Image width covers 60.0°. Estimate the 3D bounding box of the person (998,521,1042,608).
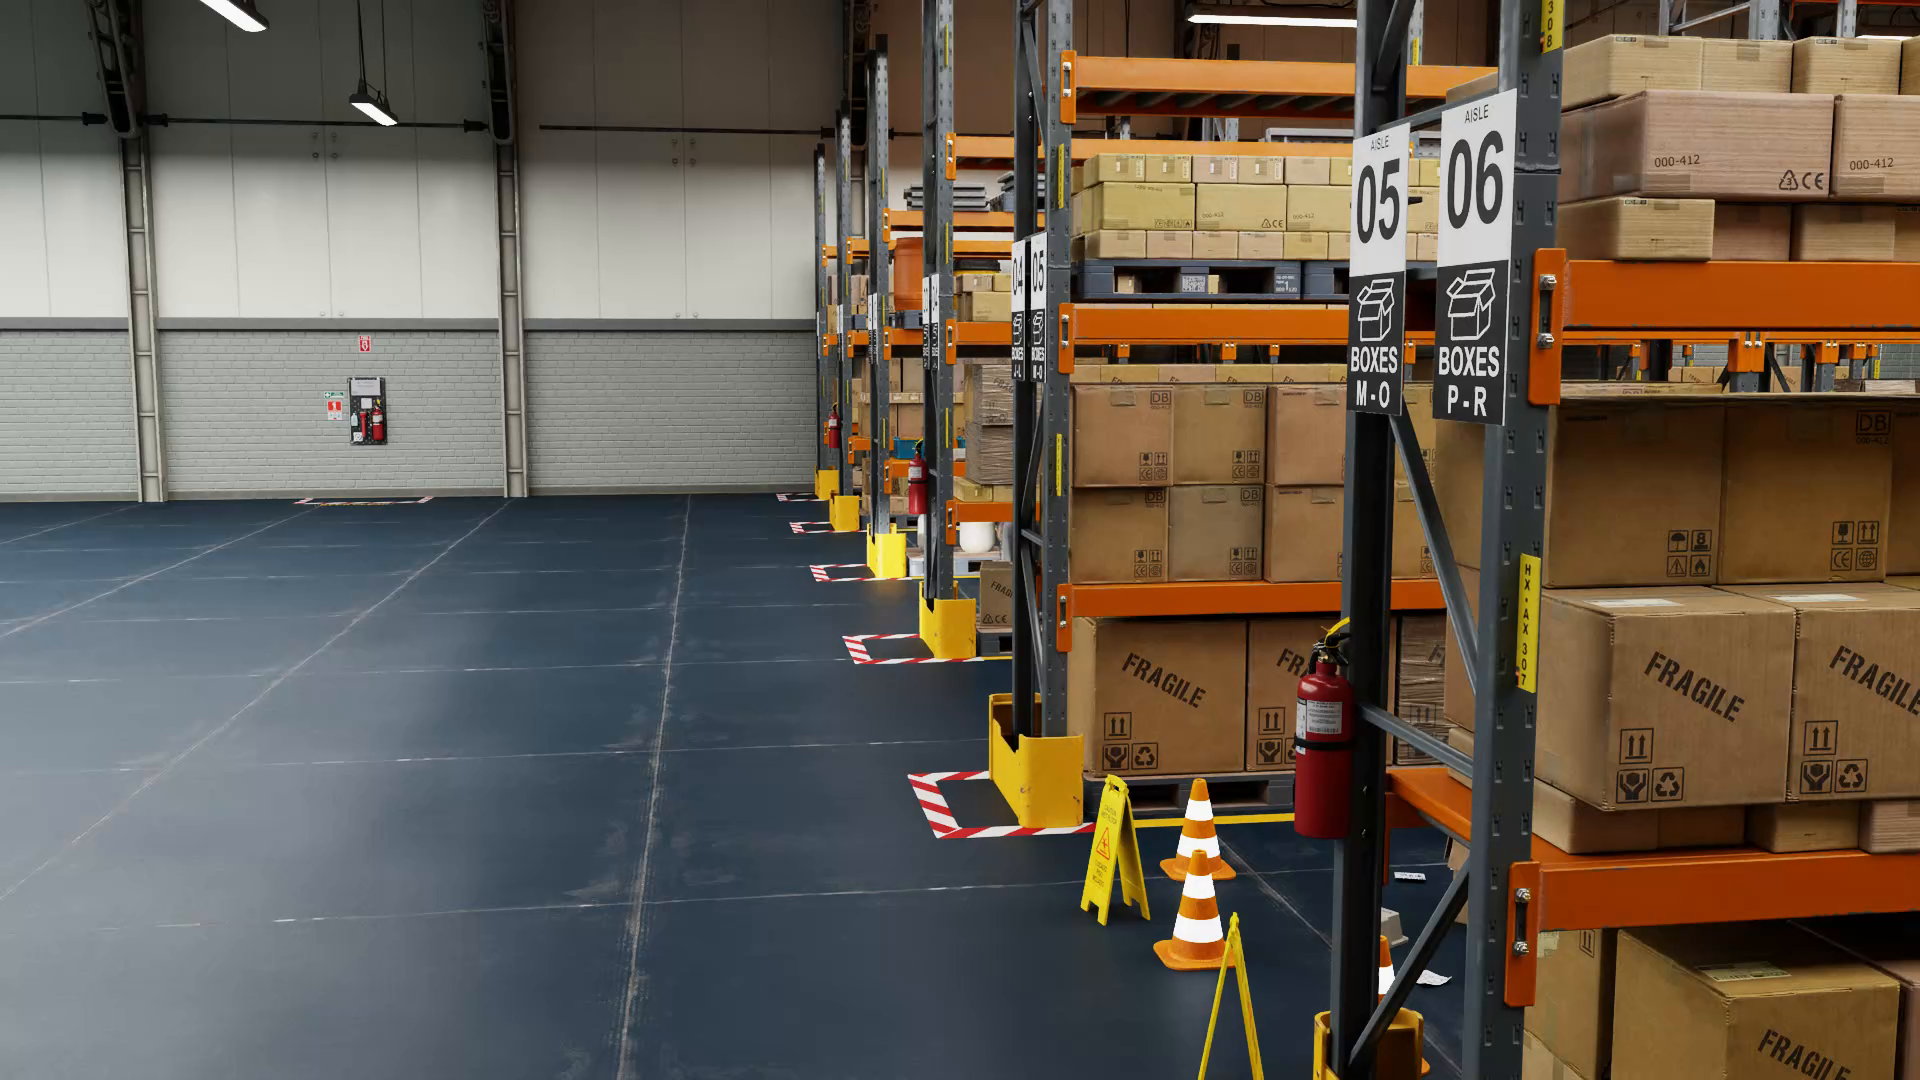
[{"bbox_3d":[0.618,-0.137,16.549,0.512,1.653,0.348,-1,7,-11],"label":"person"}]
